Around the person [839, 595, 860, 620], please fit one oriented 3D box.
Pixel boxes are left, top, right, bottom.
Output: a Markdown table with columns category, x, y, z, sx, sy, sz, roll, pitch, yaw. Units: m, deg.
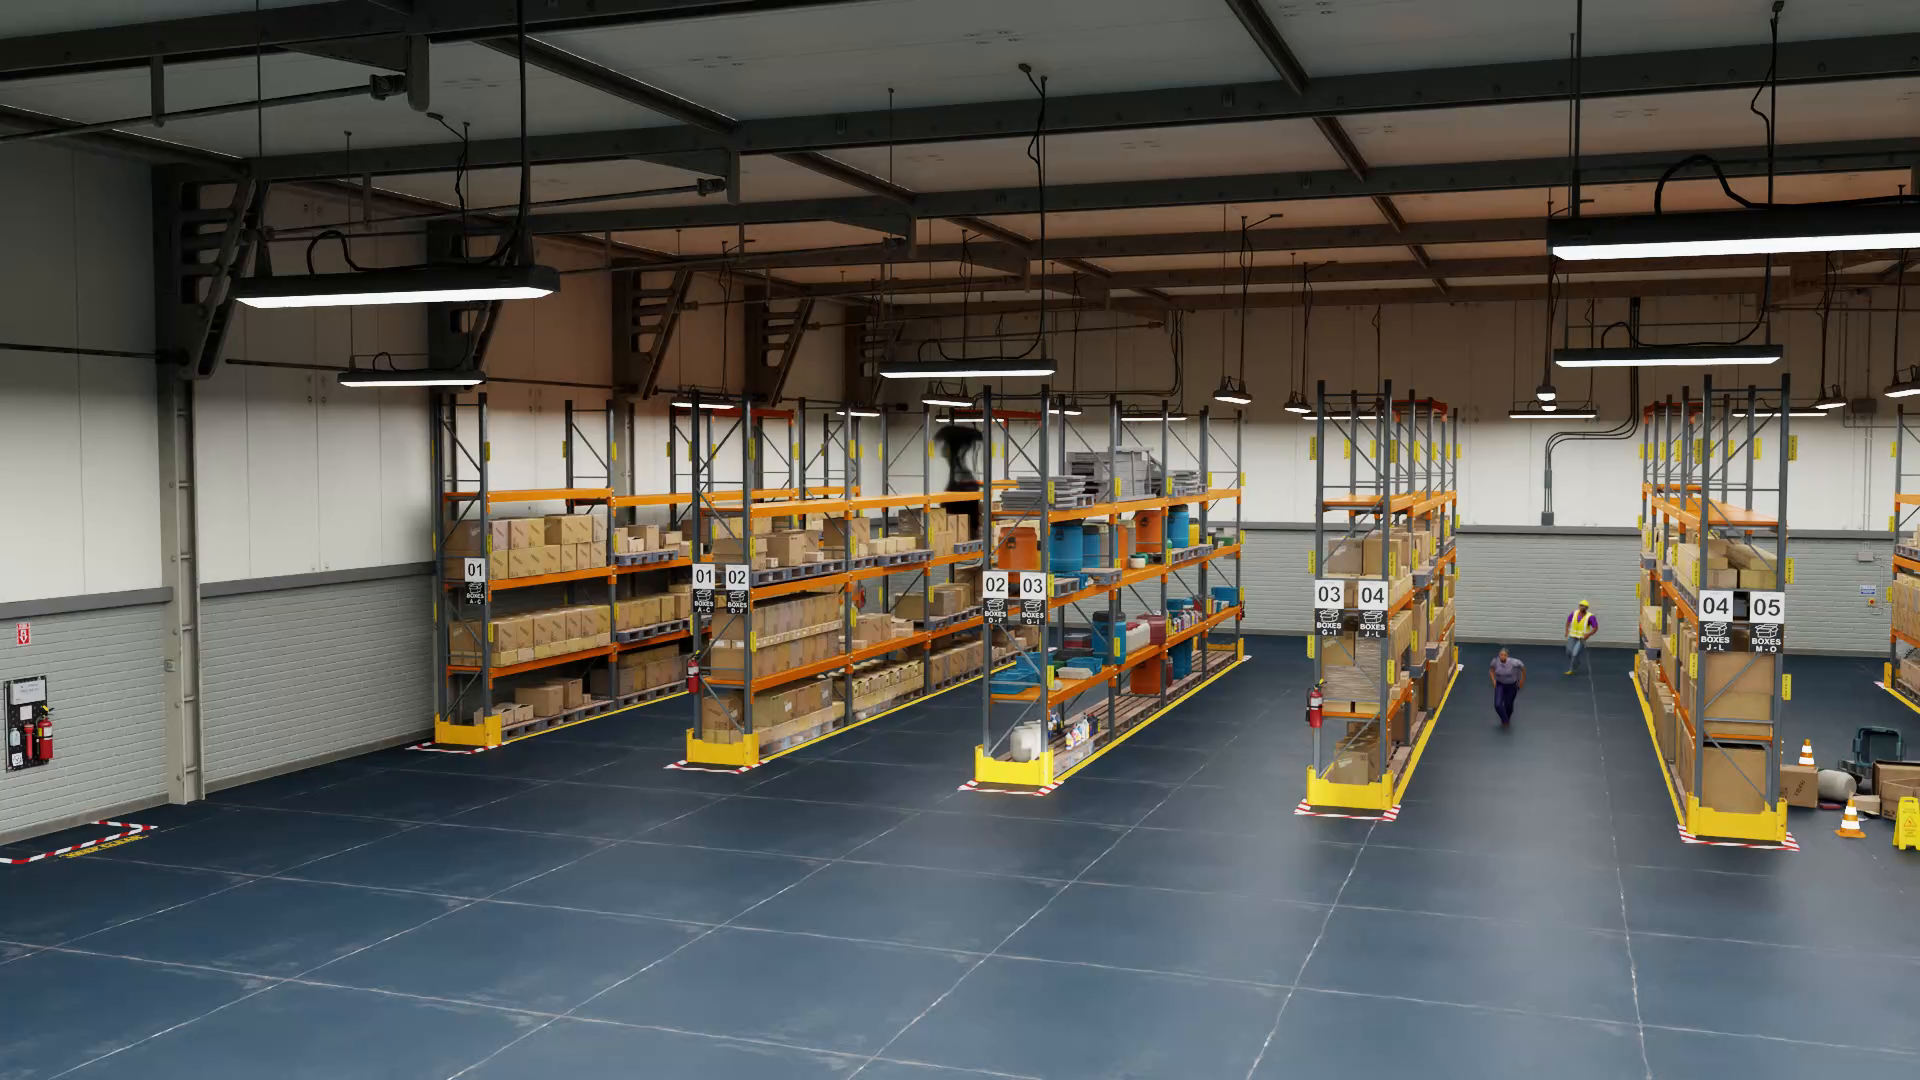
| category | x | y | z | sx | sy | sz | roll | pitch | yaw |
| --- | --- | --- | --- | --- | --- | --- | --- | --- | --- |
| person | -2.675 | 2.103 | 39.308 | 0.592 | 1.635 | 0.621 | 1 | 3 | 20 |

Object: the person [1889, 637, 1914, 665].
| category | x | y | z | sx | sy | sz | roll | pitch | yaw |
| --- | --- | --- | --- | --- | --- | --- | --- | --- | --- |
| person | 20.649 | 2.198 | 36.348 | 0.595 | 1.734 | 0.660 | 0 | 3 | 8 |

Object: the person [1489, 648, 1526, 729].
| category | x | y | z | sx | sy | sz | roll | pitch | yaw |
| --- | --- | --- | --- | --- | --- | --- | --- | --- | --- |
| person | 9.897 | 2.671 | 30.049 | 0.627 | 1.509 | 0.766 | 2 | 3 | 29 |

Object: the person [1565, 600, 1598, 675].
| category | x | y | z | sx | sy | sz | roll | pitch | yaw |
| --- | --- | --- | --- | --- | --- | --- | --- | --- | --- |
| person | 13.882 | 2.178 | 37.179 | 0.737 | 1.700 | 0.499 | 3 | 4 | 42 |
